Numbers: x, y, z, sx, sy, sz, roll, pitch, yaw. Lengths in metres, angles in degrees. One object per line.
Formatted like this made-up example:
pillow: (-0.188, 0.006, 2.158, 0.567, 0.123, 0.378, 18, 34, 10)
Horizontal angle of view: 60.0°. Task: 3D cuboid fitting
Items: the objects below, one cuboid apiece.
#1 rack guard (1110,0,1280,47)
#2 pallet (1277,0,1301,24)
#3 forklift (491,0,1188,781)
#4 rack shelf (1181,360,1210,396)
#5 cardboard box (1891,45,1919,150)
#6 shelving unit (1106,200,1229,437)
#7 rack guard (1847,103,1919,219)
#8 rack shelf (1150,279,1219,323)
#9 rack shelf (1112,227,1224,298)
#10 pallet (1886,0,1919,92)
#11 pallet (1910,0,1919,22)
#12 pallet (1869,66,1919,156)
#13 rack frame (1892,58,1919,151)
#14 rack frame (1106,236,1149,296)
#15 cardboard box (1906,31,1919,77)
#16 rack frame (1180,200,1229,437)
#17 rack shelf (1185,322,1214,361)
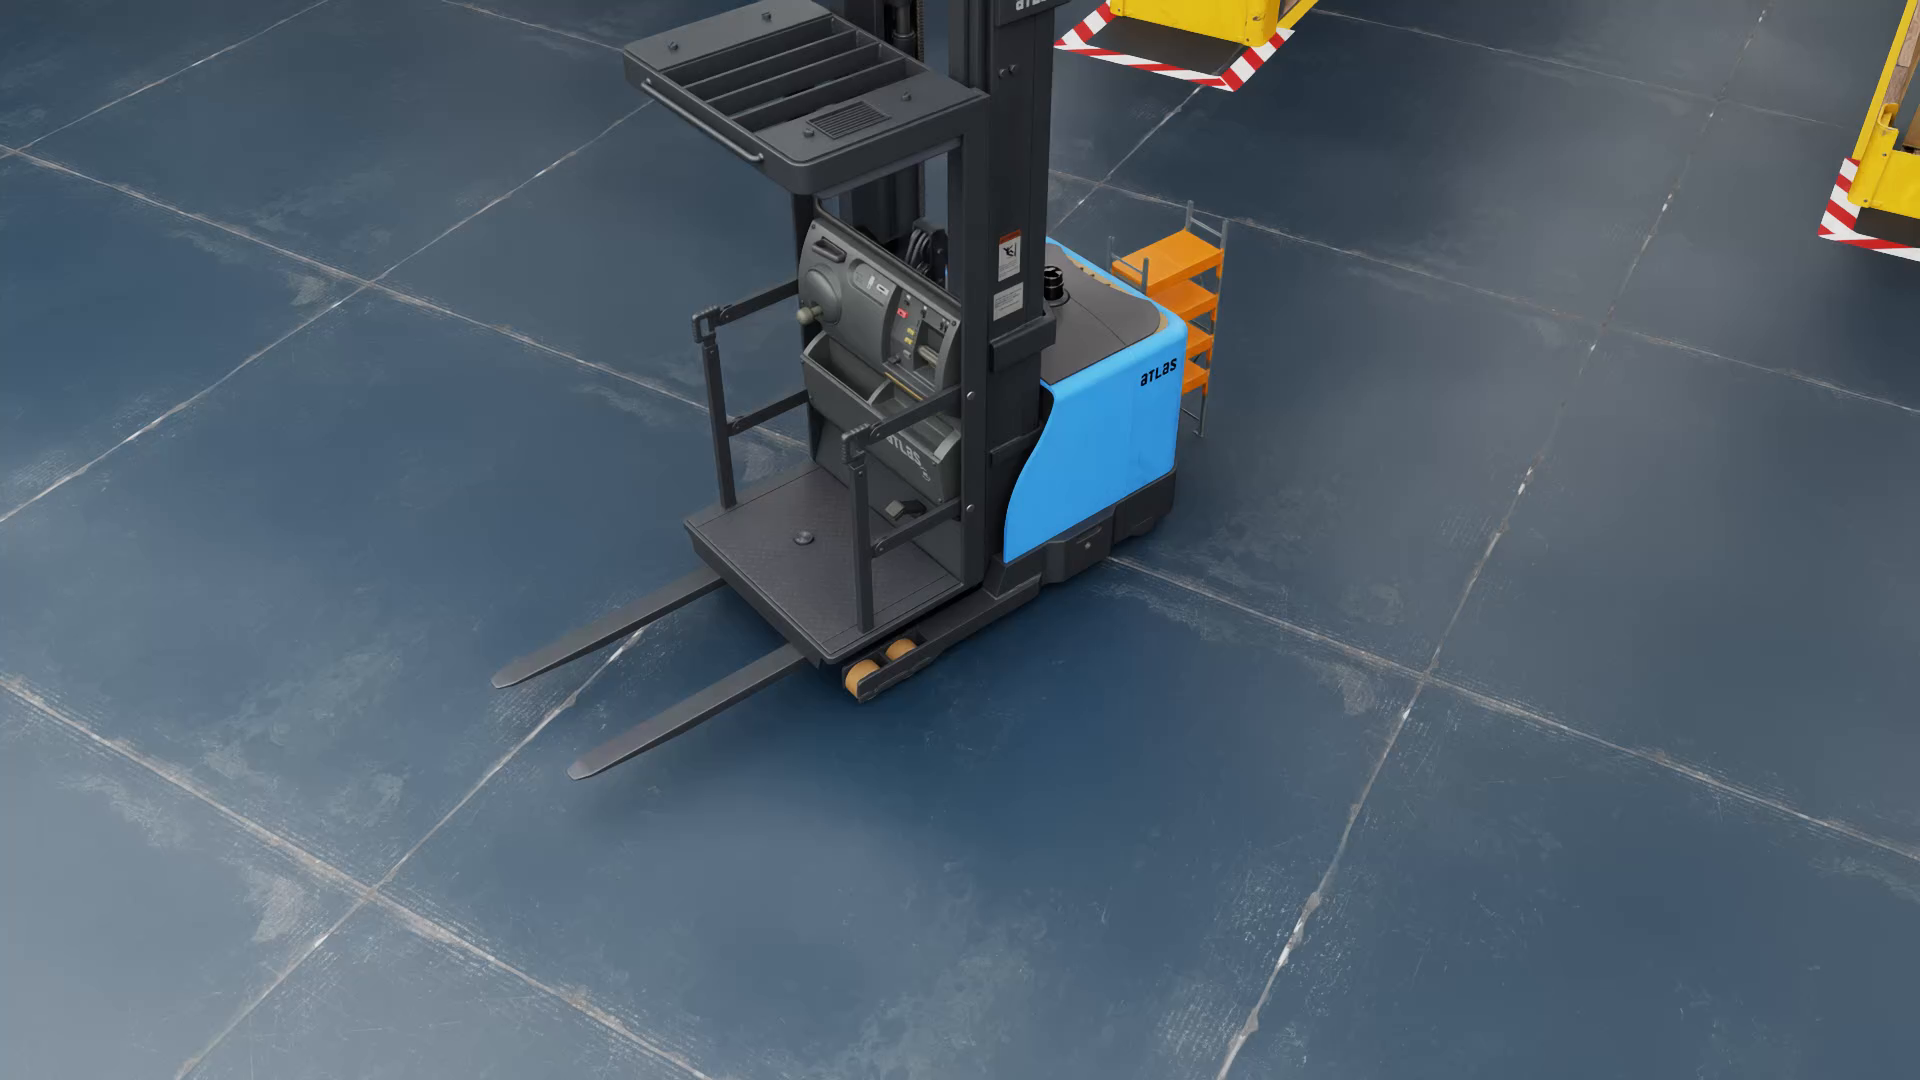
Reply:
rack guard: (1.634, -3.843, 11.551, 1.175, 0.500, 0.348, 21, 45, 22)
pallet: (2.072, -4.188, 12.162, 1.003, 0.211, 1.213, 21, 45, 22)
forklift: (-0.483, -0.839, 6.301, 3.031, 2.935, 1.130, -28, 49, -28)
rack shelf: (0.918, -0.715, 7.872, 0.480, 0.148, 0.258, -28, 49, -28)
cardboard box: (6.122, -2.810, 9.776, 0.875, 0.875, 0.875, 21, 46, 22)
shelving unit: (0.918, -0.914, 7.696, 0.503, 1.200, 0.258, -28, 49, -28)
rack guard: (5.828, -2.088, 9.558, 1.175, 0.500, 0.348, 21, 45, 22)
rack shelf: (0.918, -1.032, 7.593, 0.480, 0.148, 0.258, -28, 49, -28)
rack shelf: (0.918, -1.209, 7.436, 0.480, 0.148, 0.258, -28, 49, -28)
pallet: (6.784, -3.172, 11.008, 1.003, 0.211, 1.213, 21, 45, 22)
pallet: (7.393, -3.873, 11.804, 1.003, 0.211, 1.213, 21, 45, 22)
pallet: (6.172, -2.477, 10.218, 1.003, 0.211, 1.213, 21, 45, 22)
rack frame: (5.840, -3.040, 8.748, 1.000, 3.000, 0.127, 21, 45, 22)
rack frame: (0.729, -0.812, 7.580, 0.015, 1.200, 0.240, -28, 49, -28)
cardboard box: (6.561, -3.314, 10.349, 0.875, 0.875, 0.875, 20, 45, 21)
rack frame: (1.107, -1.016, 7.812, 0.015, 1.200, 0.240, -28, 49, -28)
rack shelf: (0.918, -0.864, 7.740, 0.480, 0.148, 0.258, -28, 49, -28)
